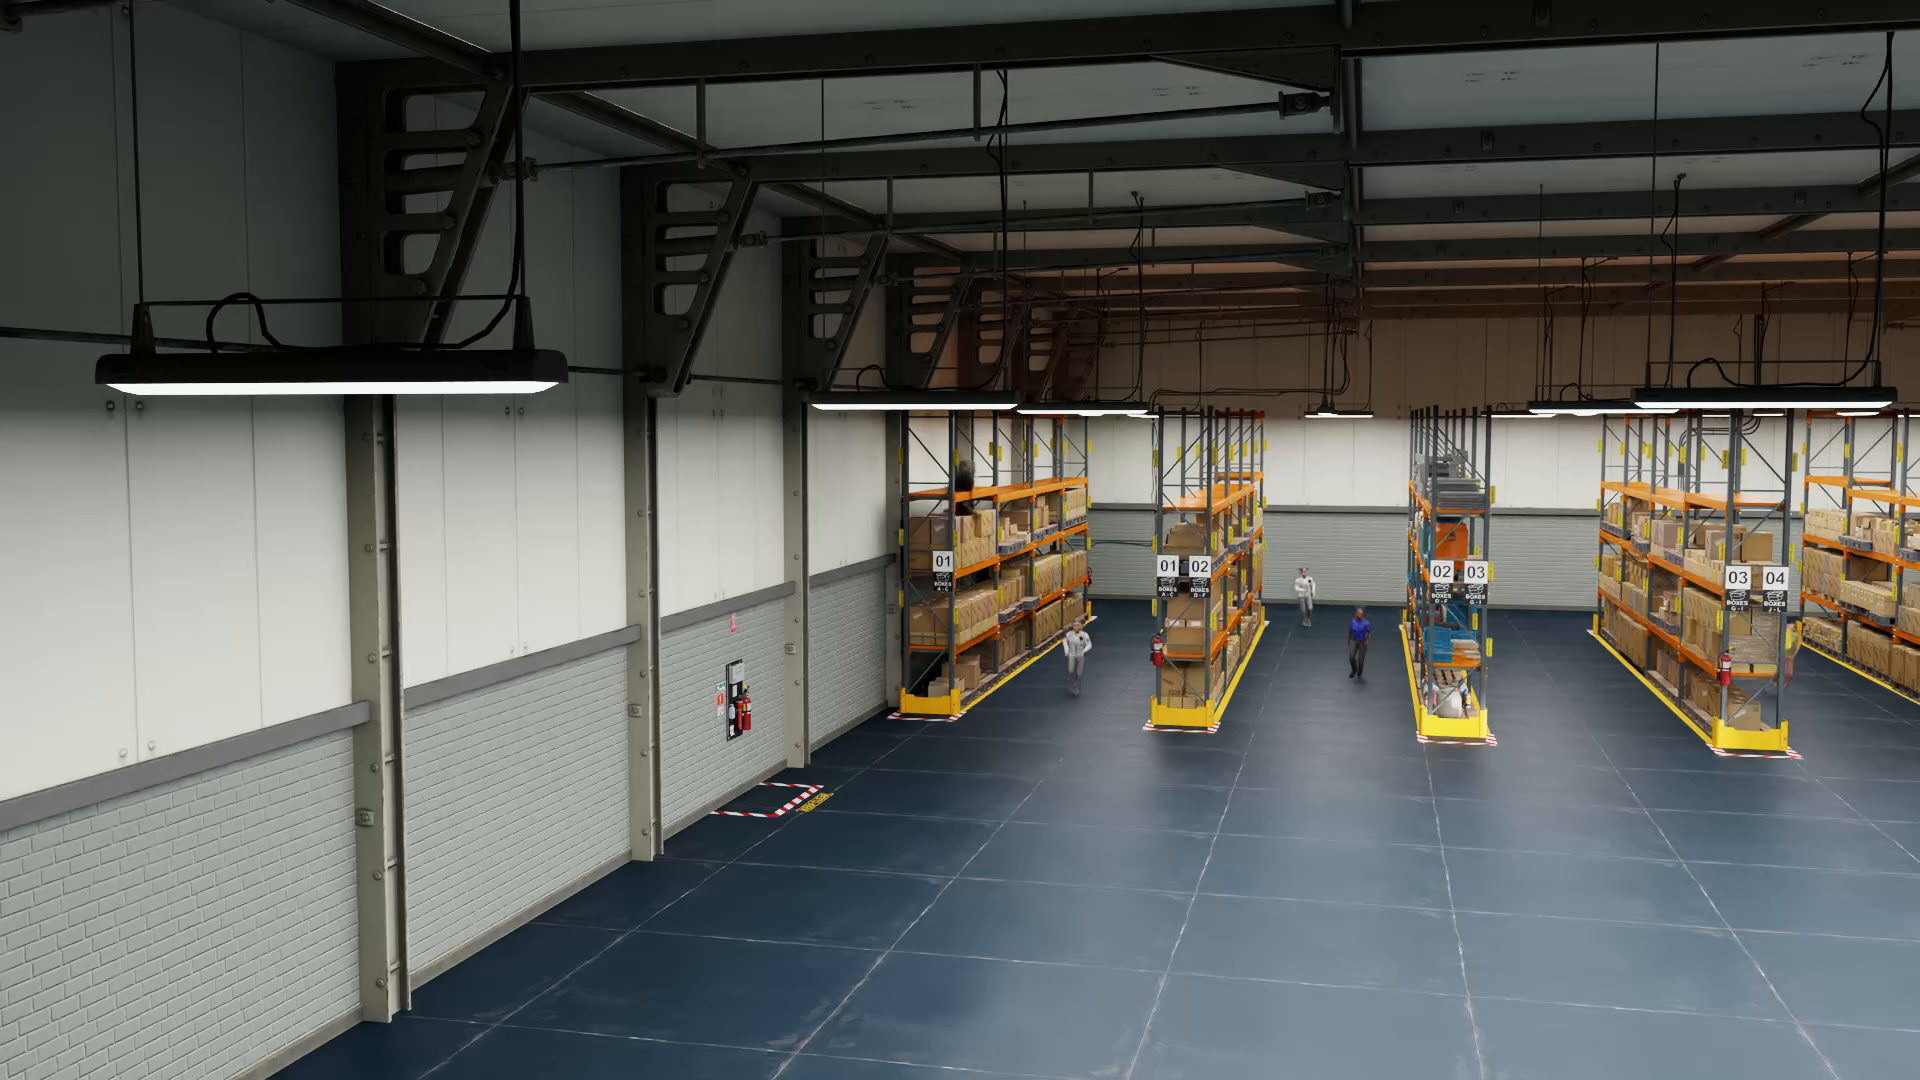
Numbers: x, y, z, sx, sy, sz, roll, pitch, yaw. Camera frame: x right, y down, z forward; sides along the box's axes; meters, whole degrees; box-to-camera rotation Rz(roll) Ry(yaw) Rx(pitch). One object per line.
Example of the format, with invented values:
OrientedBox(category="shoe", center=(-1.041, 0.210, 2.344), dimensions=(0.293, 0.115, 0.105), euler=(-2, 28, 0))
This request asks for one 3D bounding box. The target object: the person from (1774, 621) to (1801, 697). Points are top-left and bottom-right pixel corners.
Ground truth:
OrientedBox(category="person", center=(17.137, 2.451, 34.533), dimensions=(0.547, 1.600, 0.651), euler=(0, 4, -4))

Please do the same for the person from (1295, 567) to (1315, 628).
OrientedBox(category="person", center=(9.571, 1.591, 46.086), dimensions=(0.566, 1.700, 0.659), euler=(0, 4, 6))

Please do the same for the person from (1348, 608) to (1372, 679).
OrientedBox(category="person", center=(8.765, 2.292, 36.508), dimensions=(0.561, 1.609, 0.764), euler=(2, 4, 20))

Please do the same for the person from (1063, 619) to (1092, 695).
OrientedBox(category="person", center=(2.453, 2.431, 34.738), dimensions=(0.613, 1.617, 0.770), euler=(1, 4, 8))
